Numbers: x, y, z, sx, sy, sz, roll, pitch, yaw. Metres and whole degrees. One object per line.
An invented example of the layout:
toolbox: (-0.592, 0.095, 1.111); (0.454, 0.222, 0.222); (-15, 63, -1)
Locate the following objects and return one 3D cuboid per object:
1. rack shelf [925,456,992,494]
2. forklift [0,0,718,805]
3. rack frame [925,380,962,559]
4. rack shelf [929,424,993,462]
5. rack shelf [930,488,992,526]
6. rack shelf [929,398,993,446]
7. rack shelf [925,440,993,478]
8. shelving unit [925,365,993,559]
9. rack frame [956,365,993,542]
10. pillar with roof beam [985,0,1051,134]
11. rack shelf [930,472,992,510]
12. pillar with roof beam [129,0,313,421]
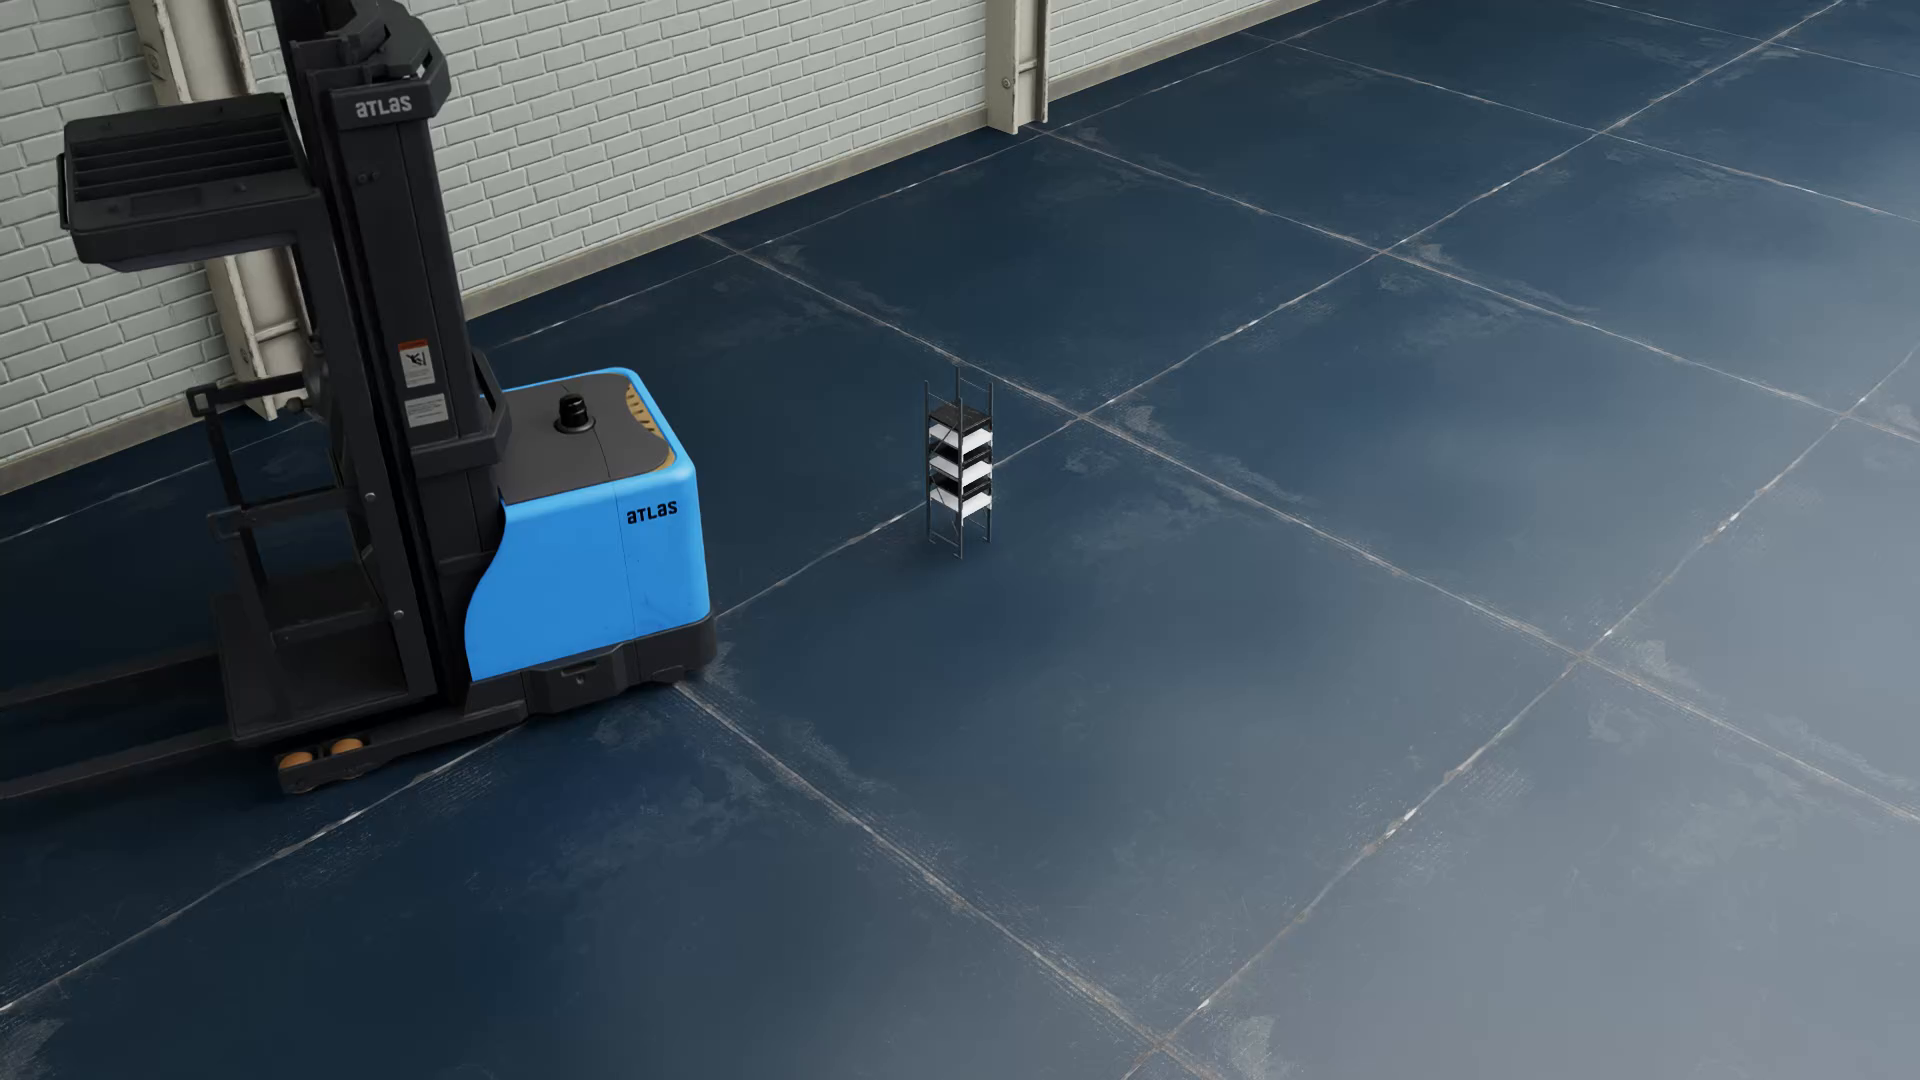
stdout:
rack shelf: (-0.006, -0.338, 8.007); (0.258, 0.077, 0.200); (30, 45, 35)
forklift: (-2.638, -0.517, 6.430); (3.031, 2.935, 1.130); (-15, 38, -20)
rack frame: (-0.077, -0.325, 7.929); (0.240, 0.900, 0.006); (30, 45, 35)
rack shelf: (-0.006, -0.486, 7.904); (0.258, 0.077, 0.200); (30, 45, 35)
rack shelf: (-0.006, -0.191, 8.110); (0.258, 0.077, 0.200); (30, 45, 35)
rack shelf: (-0.006, -0.560, 7.852); (0.258, 0.077, 0.200); (30, 45, 35)
rack shelf: (-0.006, -0.412, 7.955); (0.258, 0.077, 0.200); (30, 45, 35)
shelving unit: (-0.006, -0.366, 7.988); (0.258, 0.900, 0.210); (30, 45, 35)
rack frame: (0.066, -0.407, 8.047); (0.240, 0.900, 0.006); (30, 45, 35)
pillar with roof beam: (3.490, -5.190, 7.825); (9.100, 9.000, 0.400); (30, 45, 35)
rack shelf: (-0.006, -0.265, 8.058); (0.258, 0.077, 0.200); (30, 45, 35)
pillar with roof beam: (-0.738, -2.754, 4.333); (9.100, 9.000, 0.400); (30, 45, 35)
